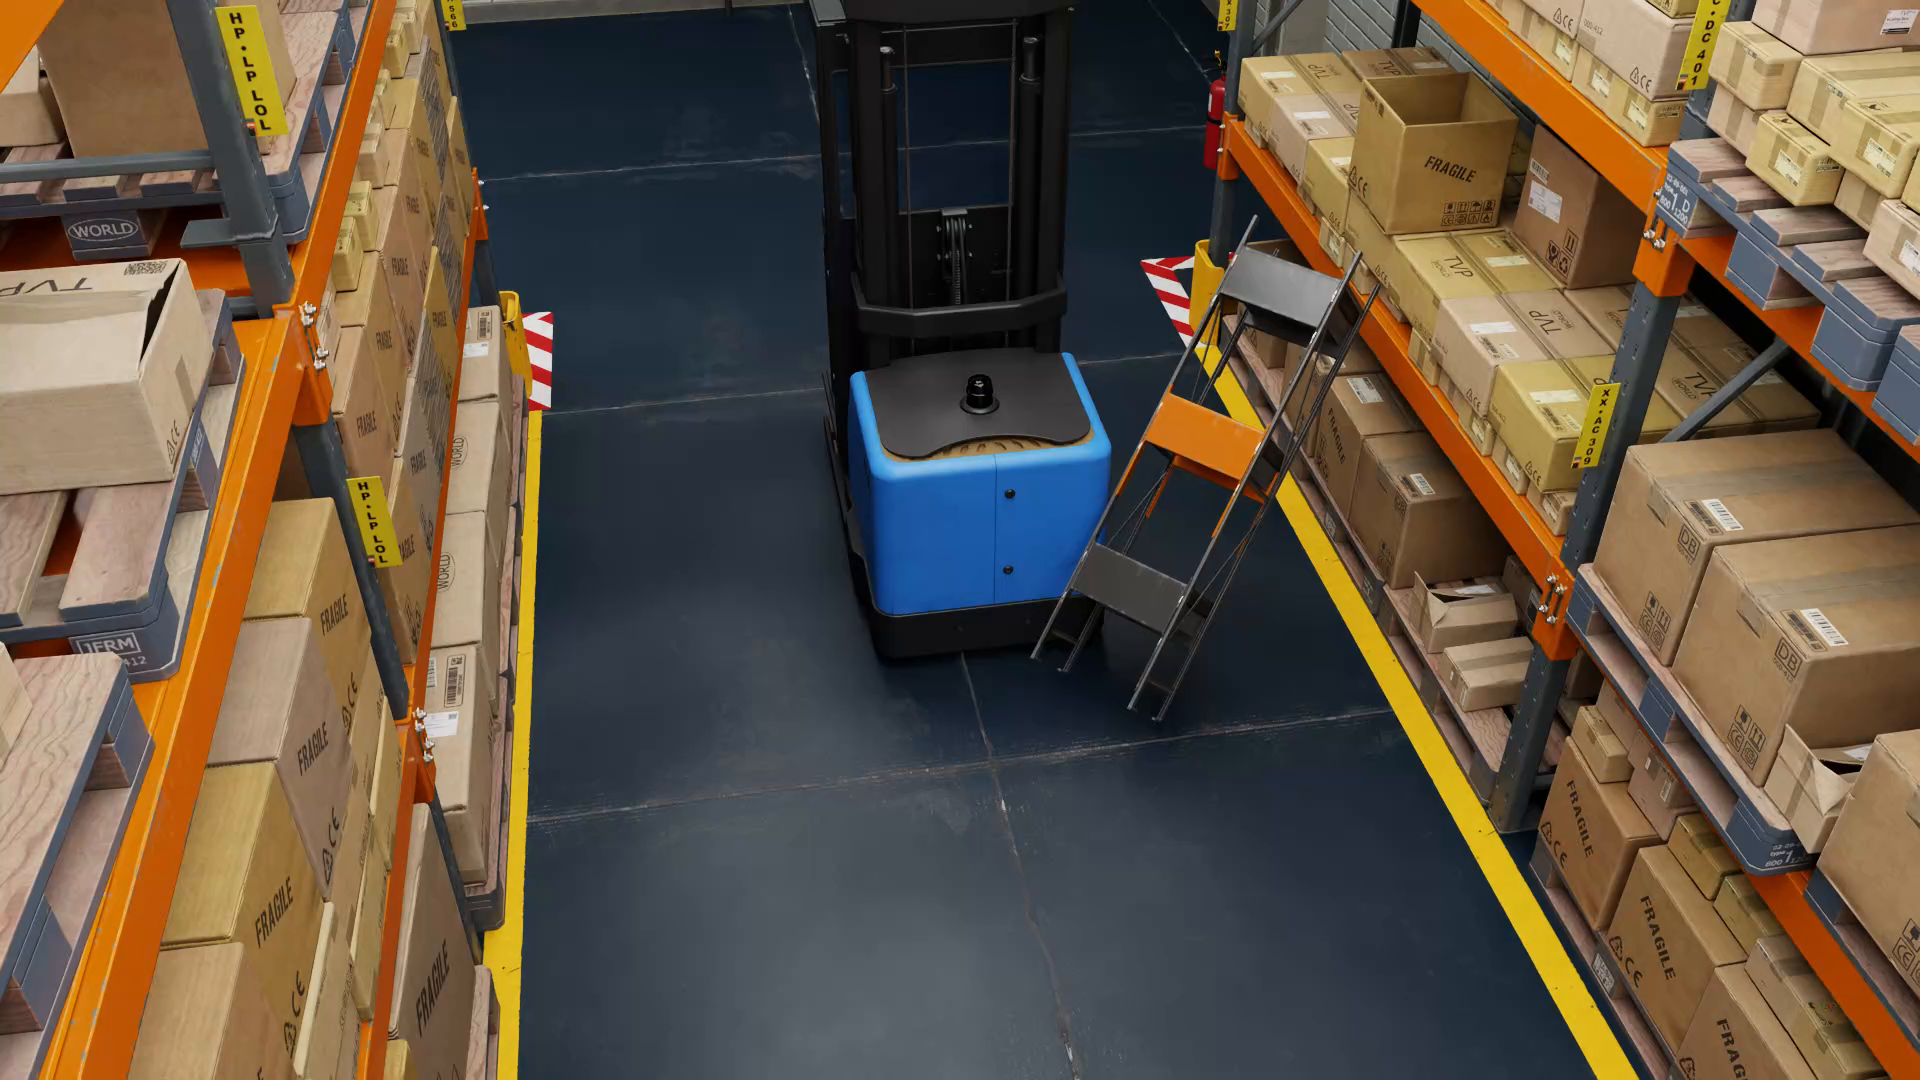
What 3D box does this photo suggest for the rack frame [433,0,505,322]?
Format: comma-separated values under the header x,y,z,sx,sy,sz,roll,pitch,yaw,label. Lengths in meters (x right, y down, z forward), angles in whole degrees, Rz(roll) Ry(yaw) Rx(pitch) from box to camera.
x,y,z,sx,sy,sz,roll,pitch,yaw,label
-2.957,-1.975,8.248,1.000,3.000,0.127,-6,38,-8,rack frame

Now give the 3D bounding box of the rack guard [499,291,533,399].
x,y,z,sx,sy,sz,roll,pitch,yaw,label
-2.961,-1.003,9.033,1.175,0.500,0.348,-6,38,-8,rack guard

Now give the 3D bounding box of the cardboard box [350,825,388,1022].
x,y,z,sx,sy,sz,roll,pitch,yaw,label
-1.841,1.052,4.474,0.500,0.250,0.500,-7,38,-9,cardboard box

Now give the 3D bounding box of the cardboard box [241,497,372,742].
x,y,z,sx,sy,sz,roll,pitch,yaw,label
-1.930,0.249,4.488,0.500,0.500,0.500,-5,38,-6,cardboard box

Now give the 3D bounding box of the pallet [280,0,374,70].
x,y,z,sx,sy,sz,roll,pitch,yaw,label
-2.599,-1.939,5.829,1.003,0.211,1.213,-6,38,-8,pallet

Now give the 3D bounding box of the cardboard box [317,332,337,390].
x,y,z,sx,sy,sz,roll,pitch,yaw,label
-2.055,-0.468,4.883,0.380,0.149,0.250,-7,38,-9,cardboard box

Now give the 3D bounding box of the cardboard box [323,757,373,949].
x,y,z,sx,sy,sz,roll,pitch,yaw,label
-1.844,0.844,4.334,0.500,0.250,0.500,-5,38,-7,cardboard box

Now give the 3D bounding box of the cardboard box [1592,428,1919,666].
x,y,z,sx,sy,sz,roll,pitch,yaw,label
2.495,0.015,5.261,0.700,0.500,0.500,-5,38,-7,cardboard box

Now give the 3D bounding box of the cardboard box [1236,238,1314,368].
x,y,z,sx,sy,sz,roll,pitch,yaw,label
1.943,-1.312,9.086,0.797,0.503,0.637,-8,38,-10,cardboard box

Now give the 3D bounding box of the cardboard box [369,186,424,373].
x,y,z,sx,sy,sz,roll,pitch,yaw,label
-2.262,-0.924,5.997,0.500,0.500,0.500,-6,38,-7,cardboard box

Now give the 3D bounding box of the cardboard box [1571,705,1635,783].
x,y,z,sx,sy,sz,roll,pitch,yaw,label
2.432,0.715,5.951,0.380,0.149,0.250,-5,38,-6,cardboard box

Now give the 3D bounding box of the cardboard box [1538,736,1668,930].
x,y,z,sx,sy,sz,roll,pitch,yaw,label
2.494,1.042,6.059,0.500,0.500,0.500,-5,38,-6,cardboard box

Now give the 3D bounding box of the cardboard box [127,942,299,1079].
x,y,z,sx,sy,sz,roll,pitch,yaw,label
-1.657,1.180,3.289,0.500,0.500,0.500,-6,38,-7,cardboard box

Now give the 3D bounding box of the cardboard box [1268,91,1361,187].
x,y,z,sx,sy,sz,roll,pitch,yaw,label
1.832,-1.962,8.110,0.500,0.250,0.500,-6,38,-7,cardboard box

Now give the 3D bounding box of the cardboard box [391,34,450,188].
x,y,z,sx,sy,sz,roll,pitch,yaw,label
-2.517,-1.832,7.166,0.500,0.500,0.500,-6,38,-8,cardboard box

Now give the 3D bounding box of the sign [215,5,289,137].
x,y,z,sx,sy,sz,roll,pitch,yaw,label
-1.723,-1.137,4.045,0.100,0.325,0.005,-6,38,-8,sign

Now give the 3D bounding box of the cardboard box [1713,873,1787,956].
x,y,z,sx,sy,sz,roll,pitch,yaw,label
2.674,1.192,5.337,0.380,0.149,0.250,-7,38,-9,cardboard box

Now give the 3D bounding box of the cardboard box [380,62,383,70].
x,y,z,sx,sy,sz,roll,pitch,yaw,label
-2.521,-1.851,6.662,0.380,0.149,0.250,-7,38,-8,cardboard box

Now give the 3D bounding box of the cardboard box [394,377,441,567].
x,y,z,sx,sy,sz,roll,pitch,yaw,label
-2.164,-0.215,5.900,0.500,0.500,0.500,-6,38,-8,cardboard box

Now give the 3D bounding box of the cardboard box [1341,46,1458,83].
x,y,z,sx,sy,sz,roll,pitch,yaw,label
2.271,-2.320,8.572,0.500,0.250,0.500,-5,38,-7,cardboard box

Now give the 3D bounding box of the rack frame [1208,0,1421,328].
x,y,z,sx,sy,sz,roll,pitch,yaw,label
1.929,-2.511,8.938,1.000,3.000,0.127,-6,38,-8,rack frame

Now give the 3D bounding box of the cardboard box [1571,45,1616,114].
x,y,z,sx,sy,sz,roll,pitch,yaw,label
2.237,-1.514,5.414,0.380,0.149,0.250,-6,38,-8,cardboard box

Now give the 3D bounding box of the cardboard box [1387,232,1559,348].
x,y,z,sx,sy,sz,roll,pitch,yaw,label
2.124,-1.039,6.922,0.500,0.250,0.500,-6,38,-8,cardboard box

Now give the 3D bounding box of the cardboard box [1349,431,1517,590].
x,y,z,sx,sy,sz,roll,pitch,yaw,label
2.237,-0.163,7.610,0.700,0.500,0.500,-8,38,-10,cardboard box

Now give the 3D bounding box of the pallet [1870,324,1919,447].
x,y,z,sx,sy,sz,roll,pitch,yaw,label
2.861,-0.178,3.643,1.213,0.211,1.003,-6,38,-8,pallet

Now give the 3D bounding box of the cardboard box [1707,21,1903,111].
x,y,z,sx,sy,sz,roll,pitch,yaw,label
2.251,-1.276,4.441,0.380,0.149,0.250,-5,38,-7,cardboard box

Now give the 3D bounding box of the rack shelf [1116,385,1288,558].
x,y,z,sx,sy,sz,roll,pitch,yaw,label
1.046,-0.284,7.069,0.480,0.431,0.518,26,89,29,rack shelf

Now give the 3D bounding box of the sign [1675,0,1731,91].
x,y,z,sx,sy,sz,roll,pitch,yaw,label
2.098,-1.421,4.668,0.100,0.325,0.005,-6,38,-8,sign

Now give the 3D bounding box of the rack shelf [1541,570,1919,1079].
x,y,z,sx,sy,sz,roll,pitch,yaw,label
2.981,1.397,4.494,1.077,0.370,4.000,-6,38,-8,rack shelf

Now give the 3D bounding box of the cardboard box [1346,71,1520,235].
x,y,z,sx,sy,sz,roll,pitch,yaw,label
2.007,-1.657,7.106,0.500,0.500,0.500,-5,38,-7,cardboard box

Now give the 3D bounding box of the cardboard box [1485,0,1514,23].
x,y,z,sx,sy,sz,roll,pitch,yaw,label
2.142,-1.991,6.027,0.380,0.149,0.250,-5,38,-6,cardboard box

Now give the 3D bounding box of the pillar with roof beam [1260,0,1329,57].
x,y,z,sx,sy,sz,roll,pitch,yaw,label
-1.894,-6.143,8.722,9.100,9.000,0.400,-6,38,-8,pillar with roof beam

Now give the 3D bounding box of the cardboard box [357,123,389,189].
x,y,z,sx,sy,sz,roll,pitch,yaw,label
-2.304,-1.390,6.069,0.380,0.149,0.250,-6,38,-8,cardboard box

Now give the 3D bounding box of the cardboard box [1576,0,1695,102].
x,y,z,sx,sy,sz,roll,pitch,yaw,label
2.299,-1.603,5.203,0.500,0.250,0.500,-6,38,-8,cardboard box

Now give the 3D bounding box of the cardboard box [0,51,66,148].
x,y,z,sx,sy,sz,roll,pitch,yaw,label
-2.683,-1.247,4.551,0.396,0.266,0.258,-5,38,-6,cardboard box

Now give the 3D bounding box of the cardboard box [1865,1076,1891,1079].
x,y,z,sx,sy,sz,roll,pitch,yaw,label
2.798,1.657,4.739,0.380,0.149,0.250,-6,38,-8,cardboard box

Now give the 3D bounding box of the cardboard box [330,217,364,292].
x,y,z,sx,sy,sz,roll,pitch,yaw,label
-2.186,-0.928,5.474,0.380,0.149,0.250,-6,38,-8,cardboard box

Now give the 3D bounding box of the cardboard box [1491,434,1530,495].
x,y,z,sx,sy,sz,roll,pitch,yaw,label
2.259,-0.317,6.317,0.380,0.149,0.250,-5,38,-7,cardboard box

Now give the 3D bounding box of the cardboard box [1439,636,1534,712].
x,y,z,sx,sy,sz,roll,pitch,yaw,label
2.244,0.560,6.966,0.380,0.149,0.250,-7,38,-9,cardboard box

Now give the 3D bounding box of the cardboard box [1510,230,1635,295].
x,y,z,sx,sy,sz,roll,pitch,yaw,label
2.626,-1.096,6.995,0.500,0.250,0.500,-5,38,-7,cardboard box

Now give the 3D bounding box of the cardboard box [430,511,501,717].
x,y,z,sx,sy,sz,roll,pitch,yaw,label
-2.418,0.355,6.994,0.875,0.438,0.875,-7,38,-9,cardboard box

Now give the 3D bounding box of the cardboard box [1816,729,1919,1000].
x,y,z,sx,sy,sz,roll,pitch,yaw,label
2.724,0.802,4.248,0.700,0.500,0.500,-6,38,-8,cardboard box

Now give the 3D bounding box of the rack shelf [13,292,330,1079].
x,y,z,sx,sy,sz,roll,pitch,yaw,label
-1.905,0.748,2.883,1.077,0.370,4.000,-6,38,-8,rack shelf

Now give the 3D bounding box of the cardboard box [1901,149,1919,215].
x,y,z,sx,sy,sz,roll,pitch,yaw,label
2.442,-0.812,3.844,0.380,0.149,0.250,-7,38,-9,cardboard box

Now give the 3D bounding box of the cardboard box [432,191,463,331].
x,y,z,sx,sy,sz,roll,pitch,yaw,label
-2.439,-1.138,7.088,0.500,0.500,0.500,-5,38,-7,cardboard box

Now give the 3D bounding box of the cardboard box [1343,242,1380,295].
x,y,z,sx,sy,sz,roll,pitch,yaw,label
1.960,-1.244,7.511,0.380,0.149,0.250,-5,38,-7,cardboard box

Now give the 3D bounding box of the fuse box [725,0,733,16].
x,y,z,sx,sy,sz,roll,pitch,yaw,label
-1.875,-5.008,13.201,0.539,1.711,0.414,-6,38,-8,fuse box

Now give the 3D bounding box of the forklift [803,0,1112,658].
x,y,z,sx,sy,sz,roll,pitch,yaw,label
-0.108,-1.538,7.741,1.130,2.935,3.031,-6,38,-8,forklift

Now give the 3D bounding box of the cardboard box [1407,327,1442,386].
x,y,z,sx,sy,sz,roll,pitch,yaw,label
2.098,-0.784,6.918,0.380,0.149,0.250,-7,38,-9,cardboard box

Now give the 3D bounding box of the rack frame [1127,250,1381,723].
x,y,z,sx,sy,sz,roll,pitch,yaw,label
1.244,-0.202,6.951,0.015,0.400,2.100,26,89,29,rack frame

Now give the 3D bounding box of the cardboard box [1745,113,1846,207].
x,y,z,sx,sy,sz,roll,pitch,yaw,label
2.303,-1.003,4.332,0.380,0.149,0.250,-6,38,-7,cardboard box

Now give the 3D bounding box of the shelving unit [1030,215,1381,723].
x,y,z,sx,sy,sz,roll,pitch,yaw,label
1.052,-0.297,7.069,0.503,0.431,2.100,26,89,29,shelving unit

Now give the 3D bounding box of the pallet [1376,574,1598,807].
x,y,z,sx,sy,sz,roll,pitch,yaw,label
2.511,0.591,7.217,1.003,0.211,1.213,-6,38,-8,pallet

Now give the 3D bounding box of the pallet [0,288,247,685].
x,y,z,sx,sy,sz,roll,pitch,yaw,label
-2.046,-0.120,3.570,0.805,0.209,1.217,-8,39,-10,pallet

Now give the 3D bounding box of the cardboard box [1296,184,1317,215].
x,y,z,sx,sy,sz,roll,pitch,yaw,label
1.871,-1.721,8.125,0.380,0.149,0.250,-5,38,-7,cardboard box

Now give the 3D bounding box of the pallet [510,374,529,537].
x,y,z,sx,sy,sz,roll,pitch,yaw,label
-2.740,-0.400,8.492,1.003,0.211,1.213,-6,38,-8,pallet

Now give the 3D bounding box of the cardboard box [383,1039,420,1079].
x,y,z,sx,sy,sz,roll,pitch,yaw,label
-1.902,2.025,4.489,0.875,0.875,0.875,-5,38,-7,cardboard box
